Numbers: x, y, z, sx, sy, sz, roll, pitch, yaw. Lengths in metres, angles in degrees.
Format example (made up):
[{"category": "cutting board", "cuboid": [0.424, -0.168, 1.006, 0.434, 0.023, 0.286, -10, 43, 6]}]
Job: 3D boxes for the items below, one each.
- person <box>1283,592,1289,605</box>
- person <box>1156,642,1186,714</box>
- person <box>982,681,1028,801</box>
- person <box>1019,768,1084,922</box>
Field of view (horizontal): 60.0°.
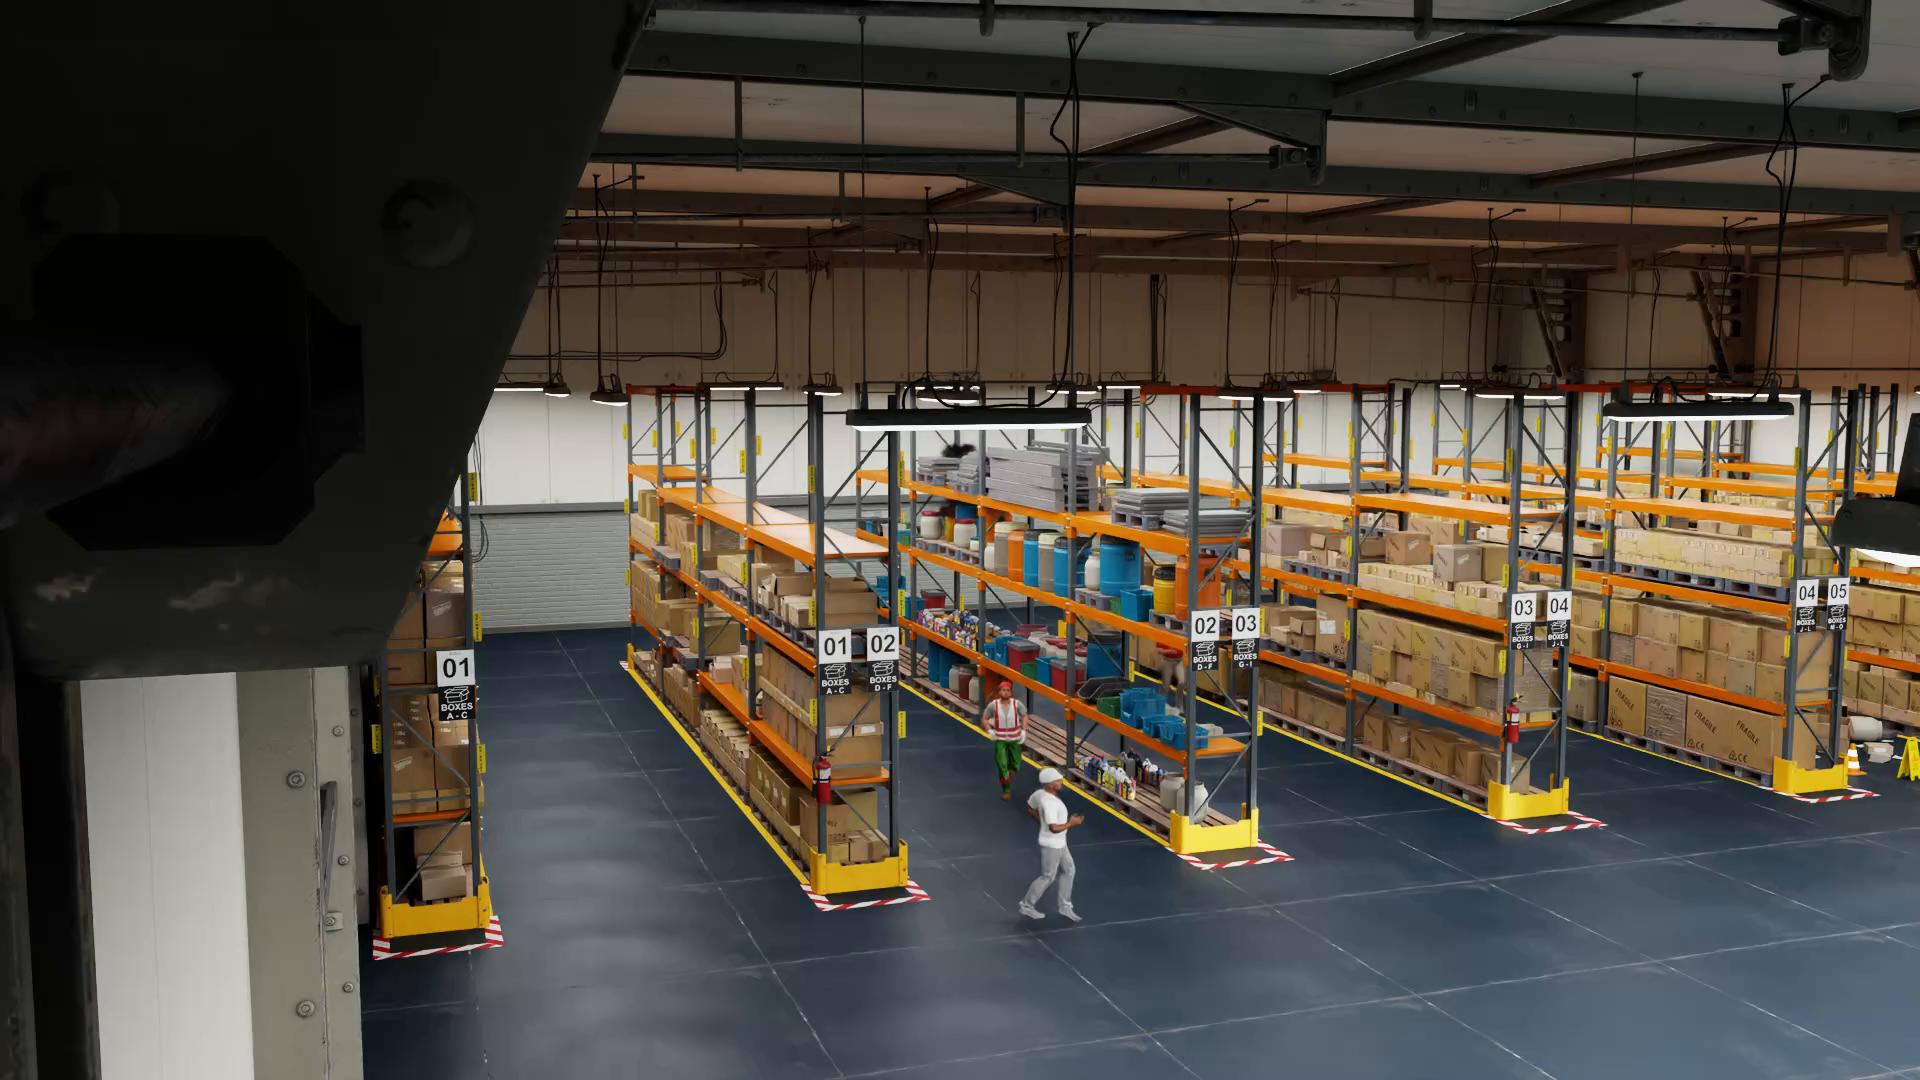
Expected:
[{"category": "person", "cuboid": [8.280, 1.155, 42.192, 0.578, 1.645, 0.567, -5, 8, -39]}, {"category": "person", "cuboid": [3.897, 2.330, 30.644, 0.640, 1.800, 0.795, -2, 6, -17]}, {"category": "person", "cuboid": [0.668, 2.938, 24.602, 0.688, 1.735, 0.670, -1, 6, -7]}, {"category": "person", "cuboid": [1.042, 3.492, 18.944, 0.738, 1.823, 0.677, 0, 6, 3]}]
